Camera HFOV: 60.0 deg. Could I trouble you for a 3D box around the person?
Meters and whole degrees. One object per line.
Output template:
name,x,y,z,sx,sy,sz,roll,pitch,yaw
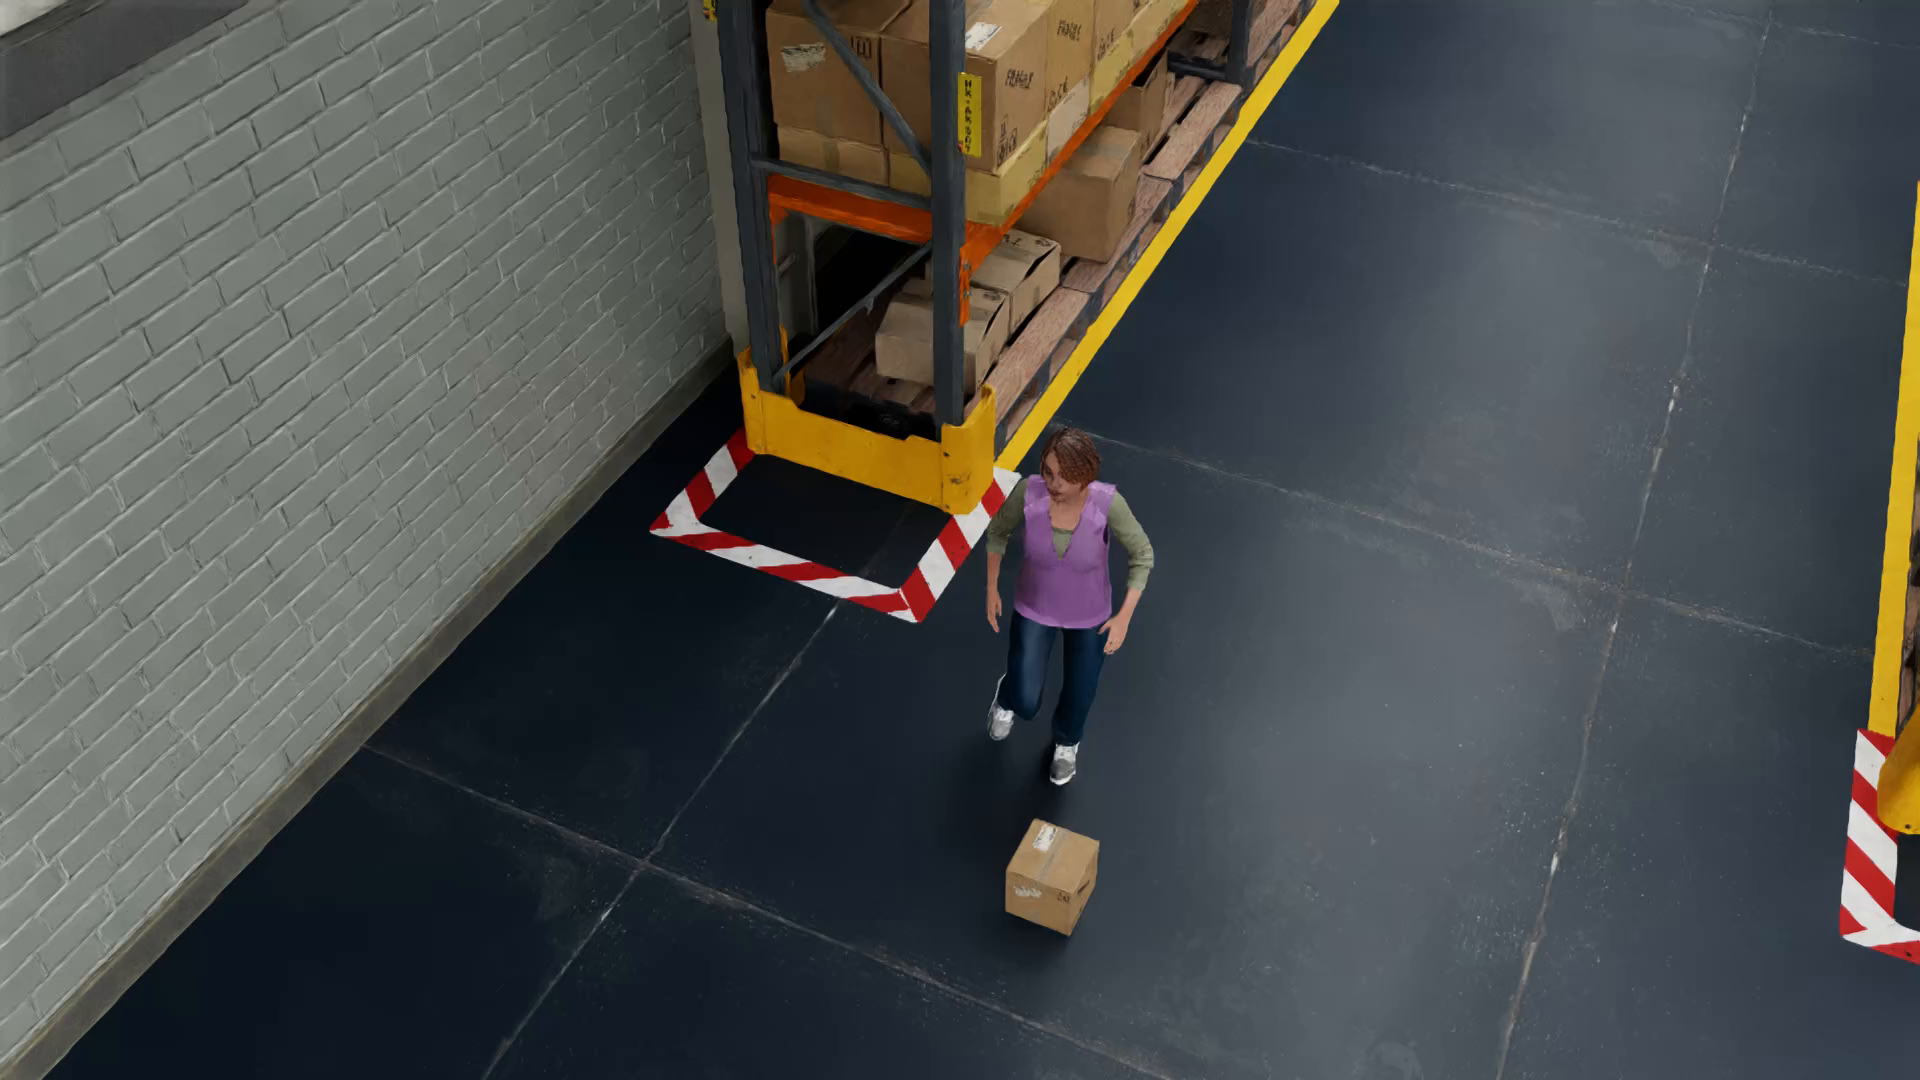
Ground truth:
person,0.377,0.273,5.895,0.585,1.567,0.439,2,43,2
